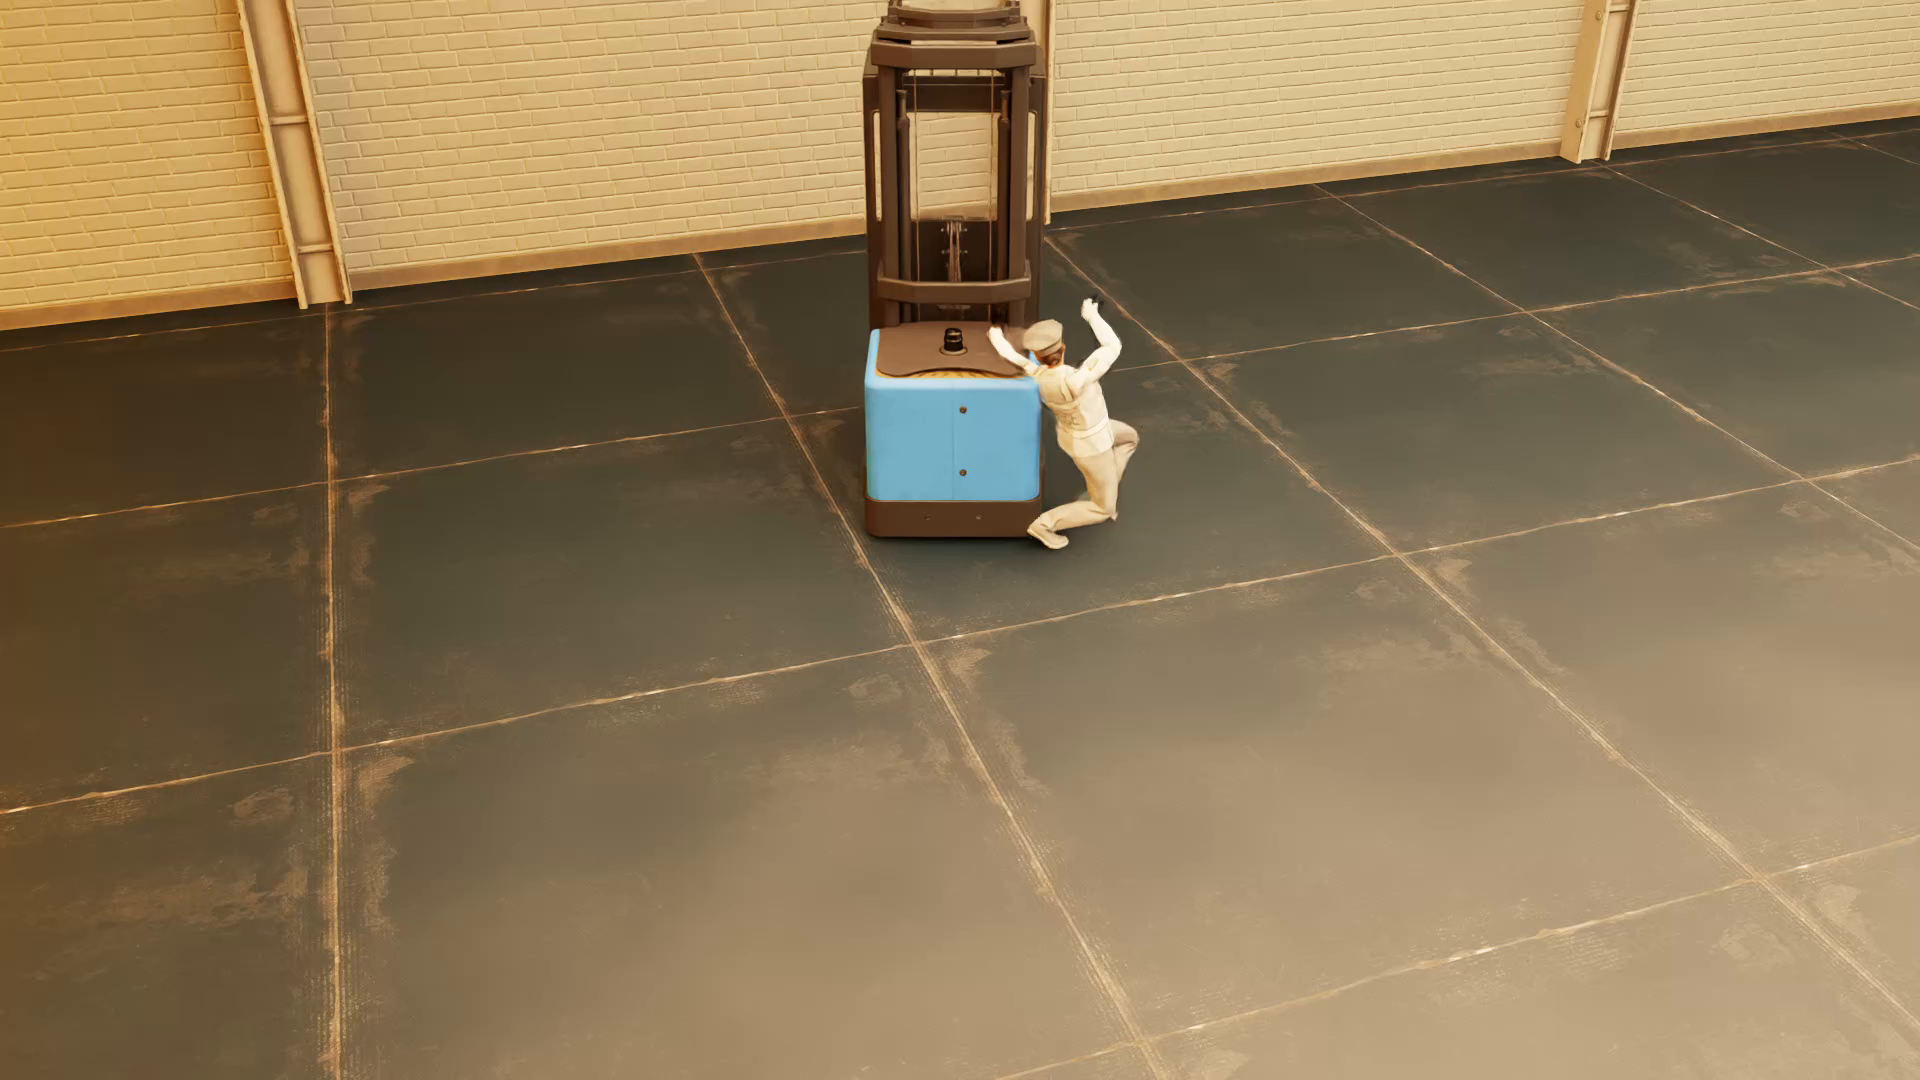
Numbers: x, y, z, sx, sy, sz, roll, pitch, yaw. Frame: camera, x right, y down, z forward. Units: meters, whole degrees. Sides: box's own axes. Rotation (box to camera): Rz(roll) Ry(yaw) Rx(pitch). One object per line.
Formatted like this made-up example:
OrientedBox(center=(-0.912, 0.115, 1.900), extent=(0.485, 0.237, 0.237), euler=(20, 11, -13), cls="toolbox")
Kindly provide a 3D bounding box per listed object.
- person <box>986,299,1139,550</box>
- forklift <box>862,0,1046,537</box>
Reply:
OrientedBox(center=(0.649, -0.776, 9.929), extent=(0.825, 1.493, 1.003), euler=(-13, 32, -21), cls="person")
OrientedBox(center=(-0.033, -1.981, 10.531), extent=(1.130, 2.935, 3.031), euler=(0, 30, 0), cls="forklift")
